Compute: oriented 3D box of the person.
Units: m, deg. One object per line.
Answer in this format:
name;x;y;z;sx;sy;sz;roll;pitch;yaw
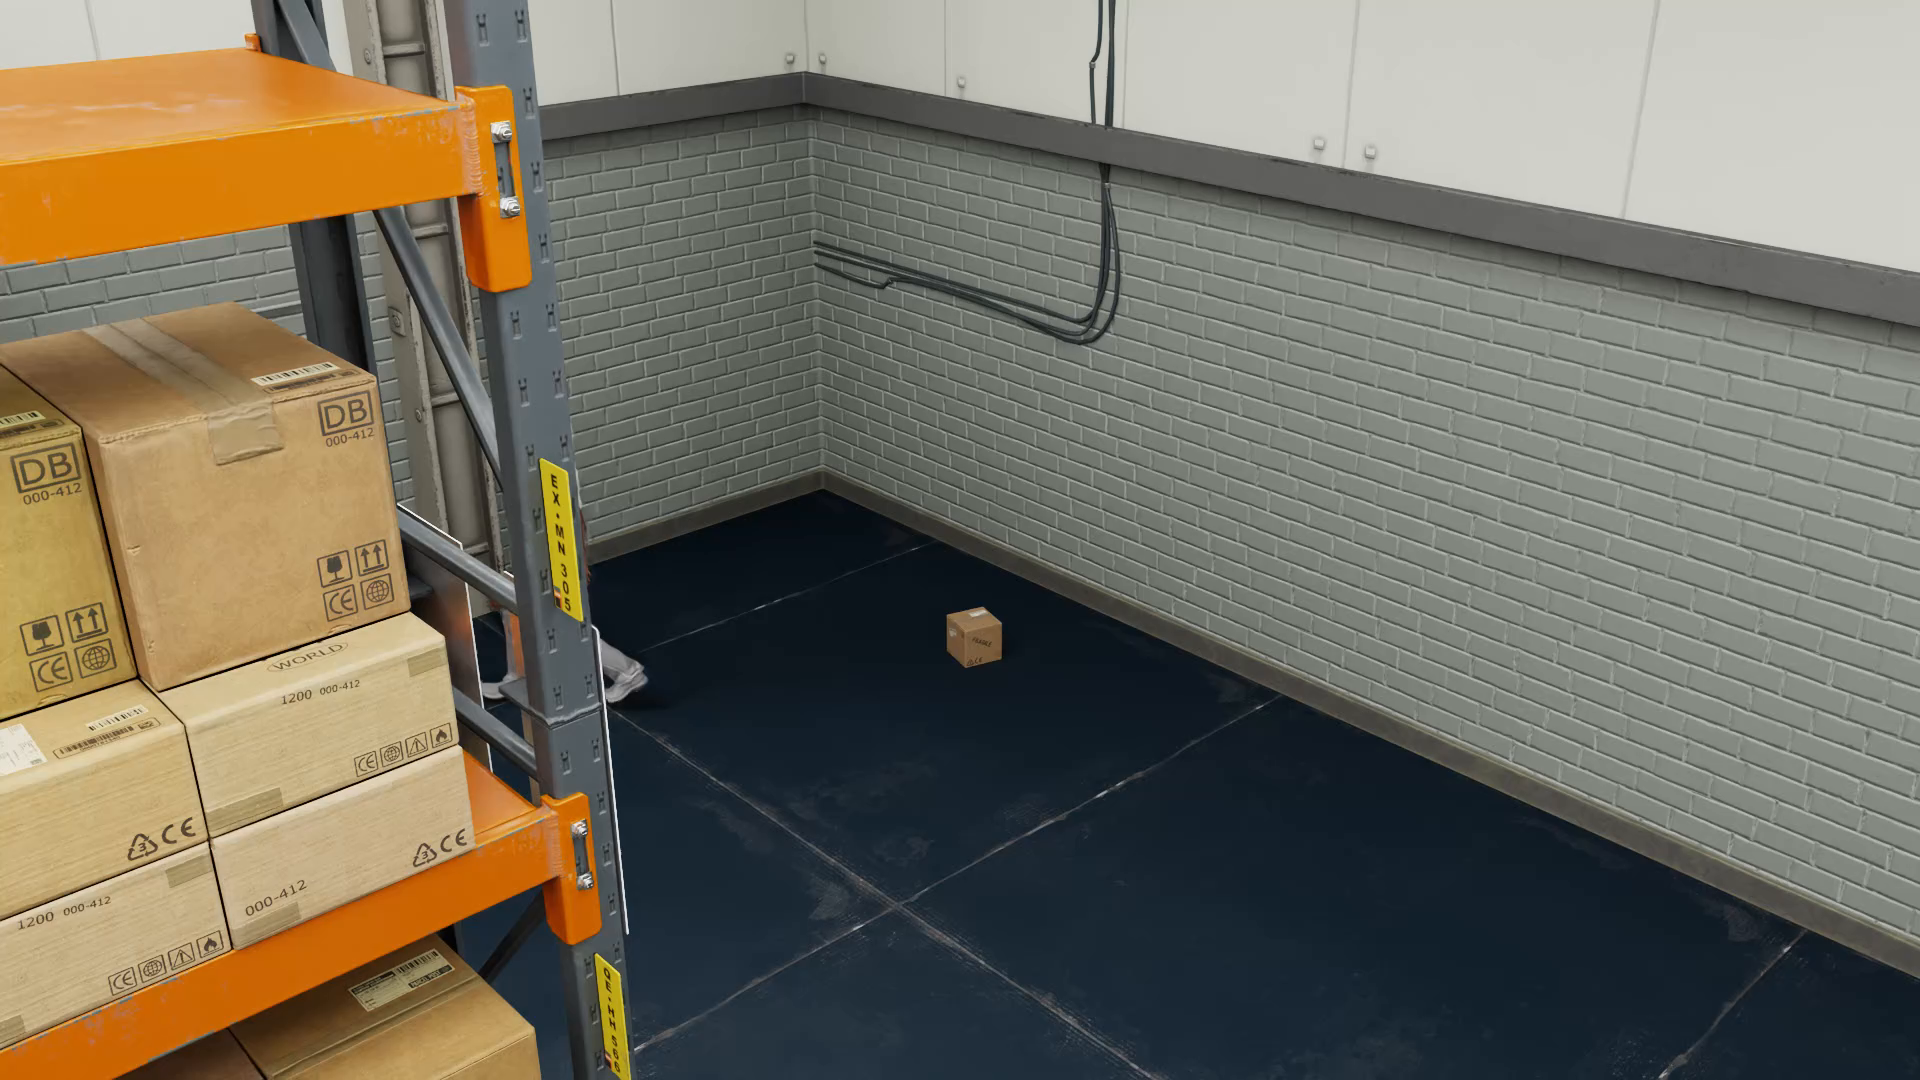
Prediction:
person;-2.286;0.154;9.222;1.006;1.727;0.577;-2;24;-6
